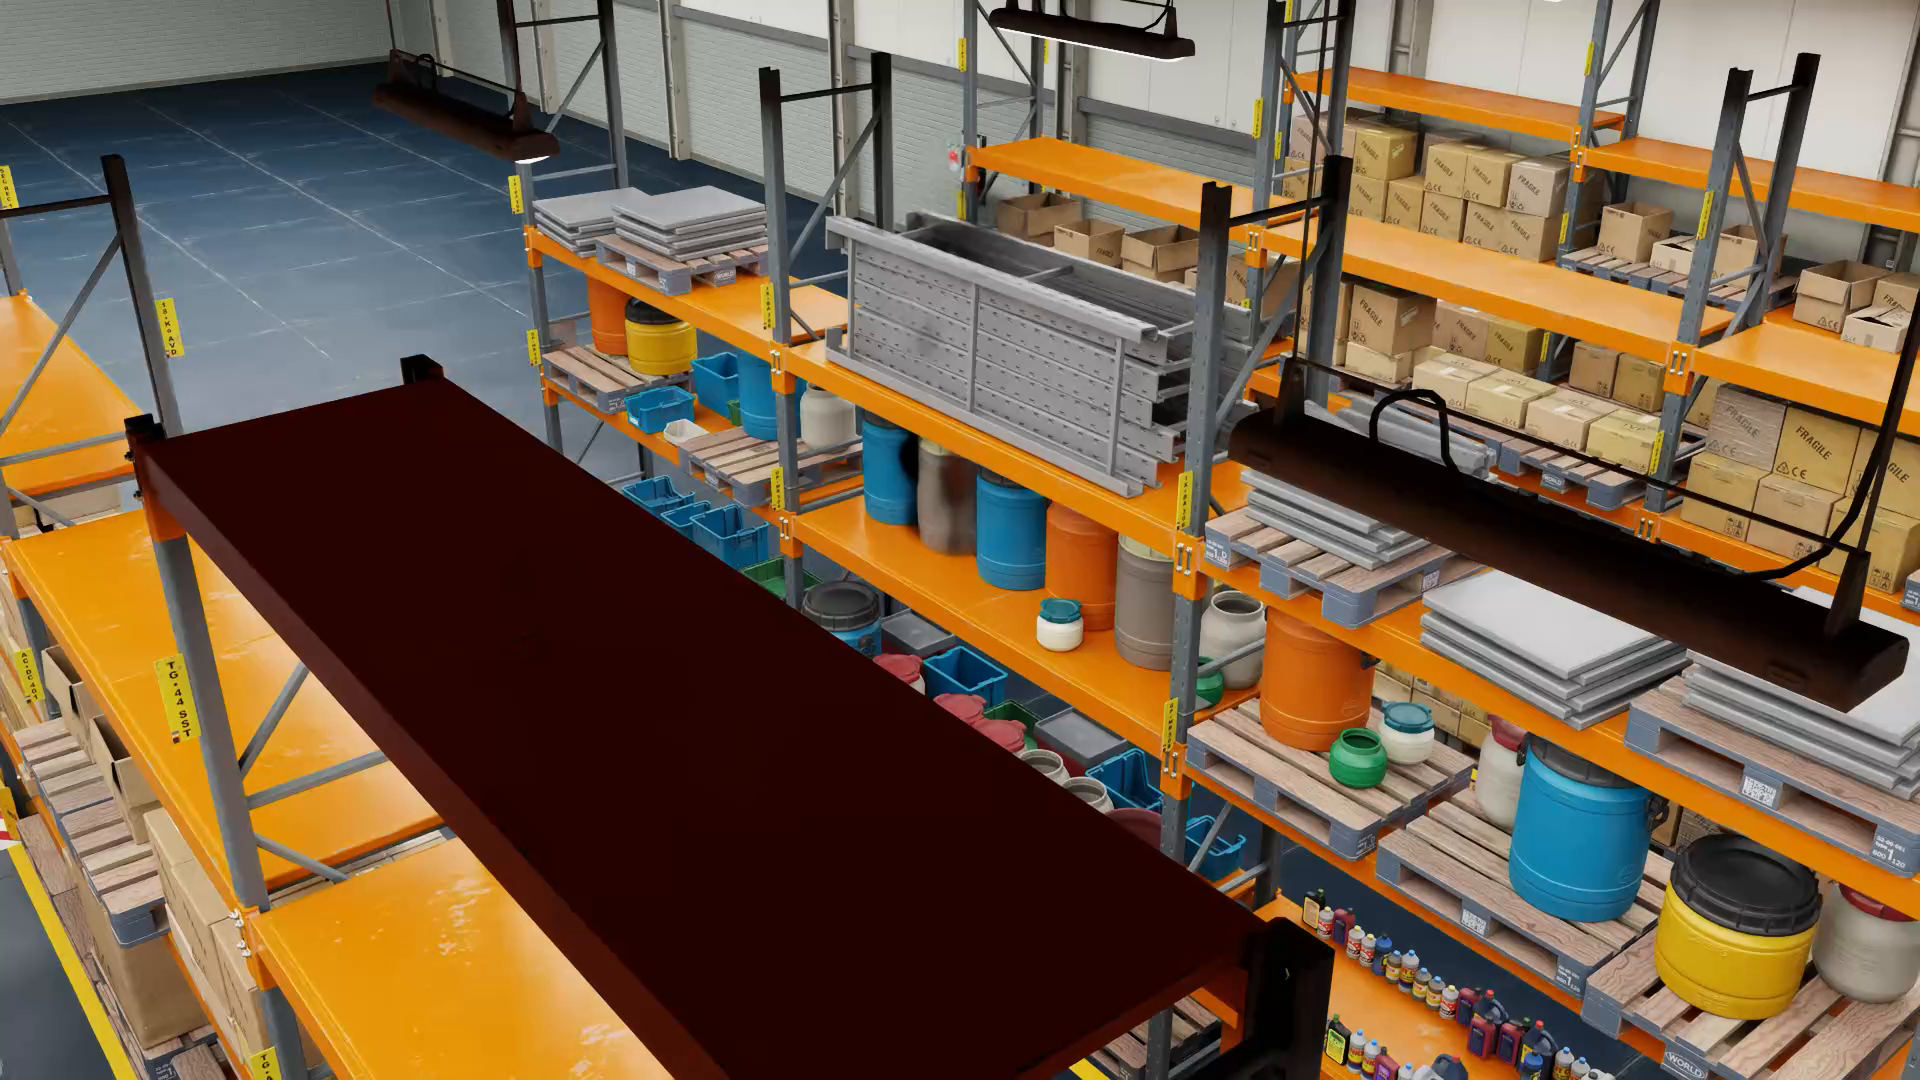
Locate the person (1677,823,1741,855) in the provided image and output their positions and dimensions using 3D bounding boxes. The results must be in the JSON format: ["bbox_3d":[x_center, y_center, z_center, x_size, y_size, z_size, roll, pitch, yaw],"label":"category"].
[{"bbox_3d":[5.165,2.542,11.196,0.830,1.717,0.635,20,33,36],"label":"person"}]
